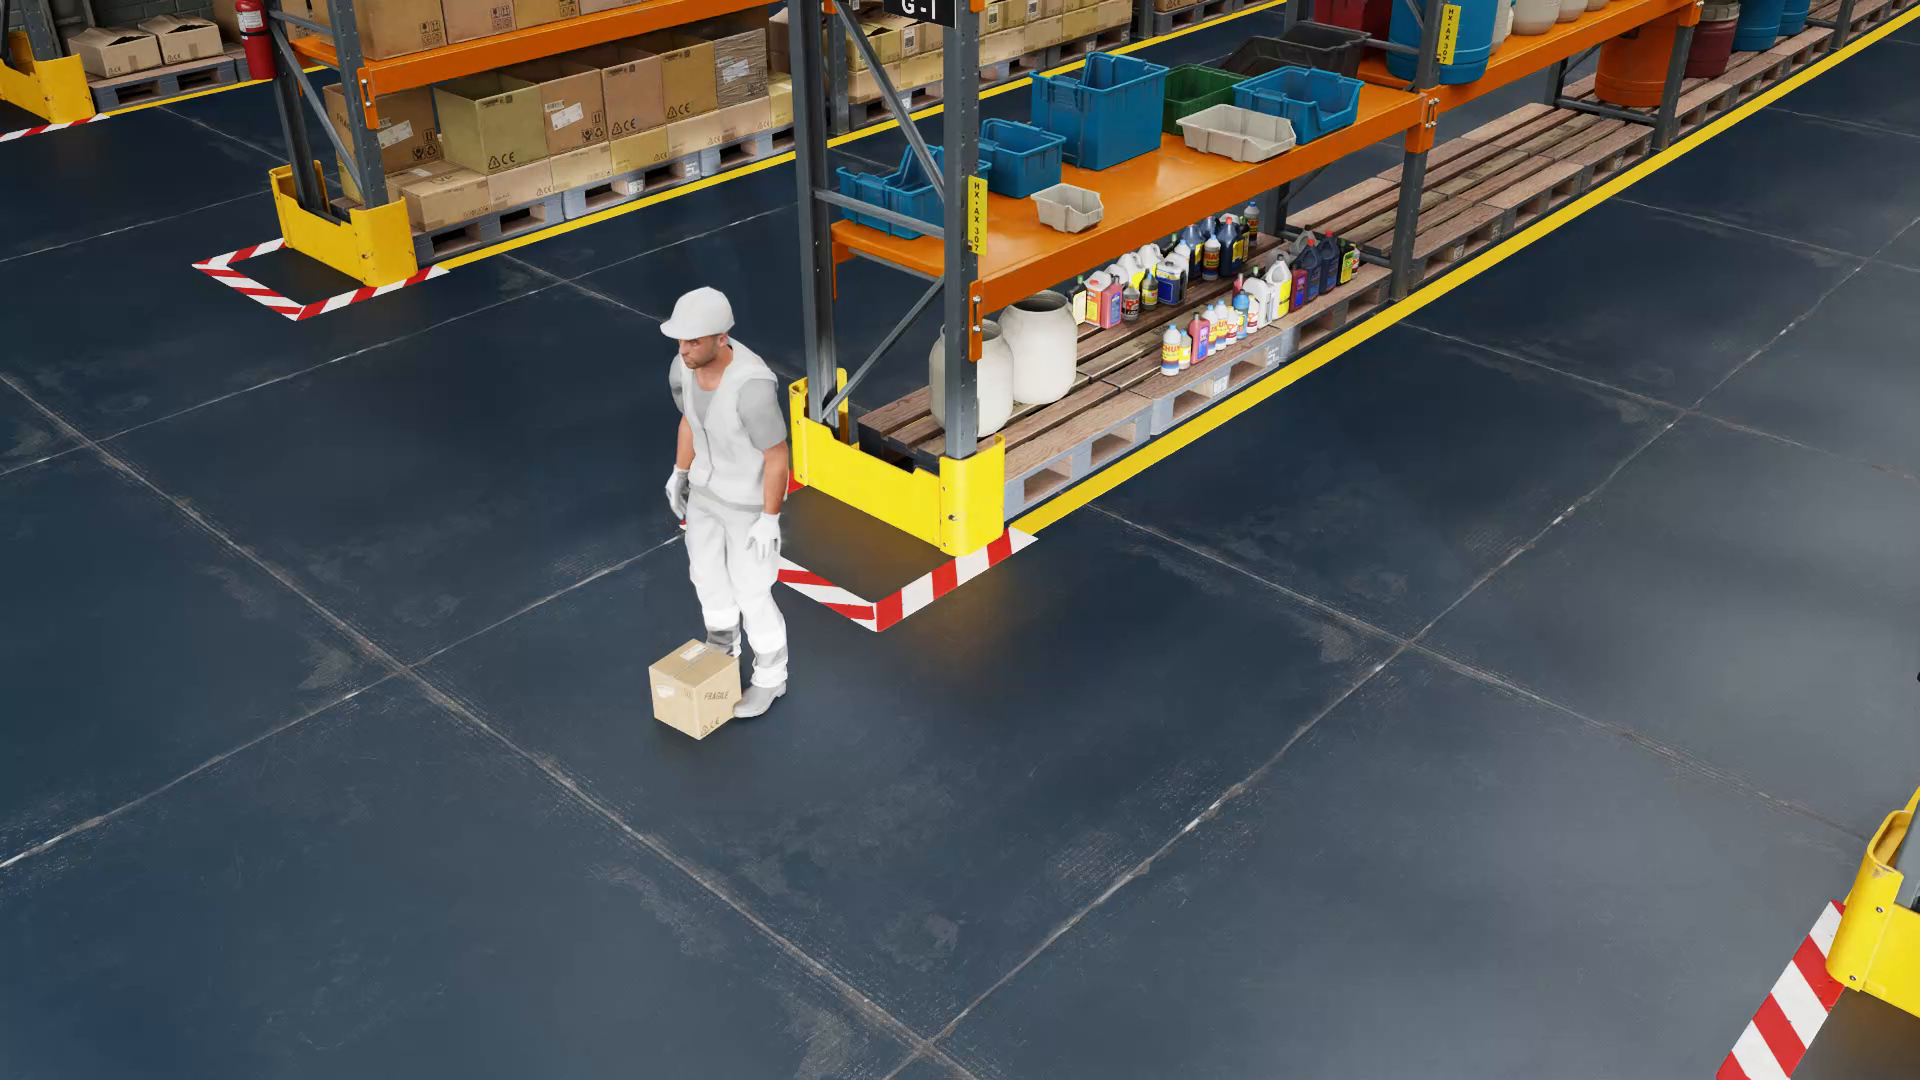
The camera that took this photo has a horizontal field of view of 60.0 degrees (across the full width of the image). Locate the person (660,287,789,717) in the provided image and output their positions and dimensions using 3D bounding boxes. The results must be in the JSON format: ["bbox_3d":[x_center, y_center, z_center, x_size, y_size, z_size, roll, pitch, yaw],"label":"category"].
[{"bbox_3d":[-0.893,-0.150,6.367,0.609,1.779,0.448,25,39,35],"label":"person"}]
